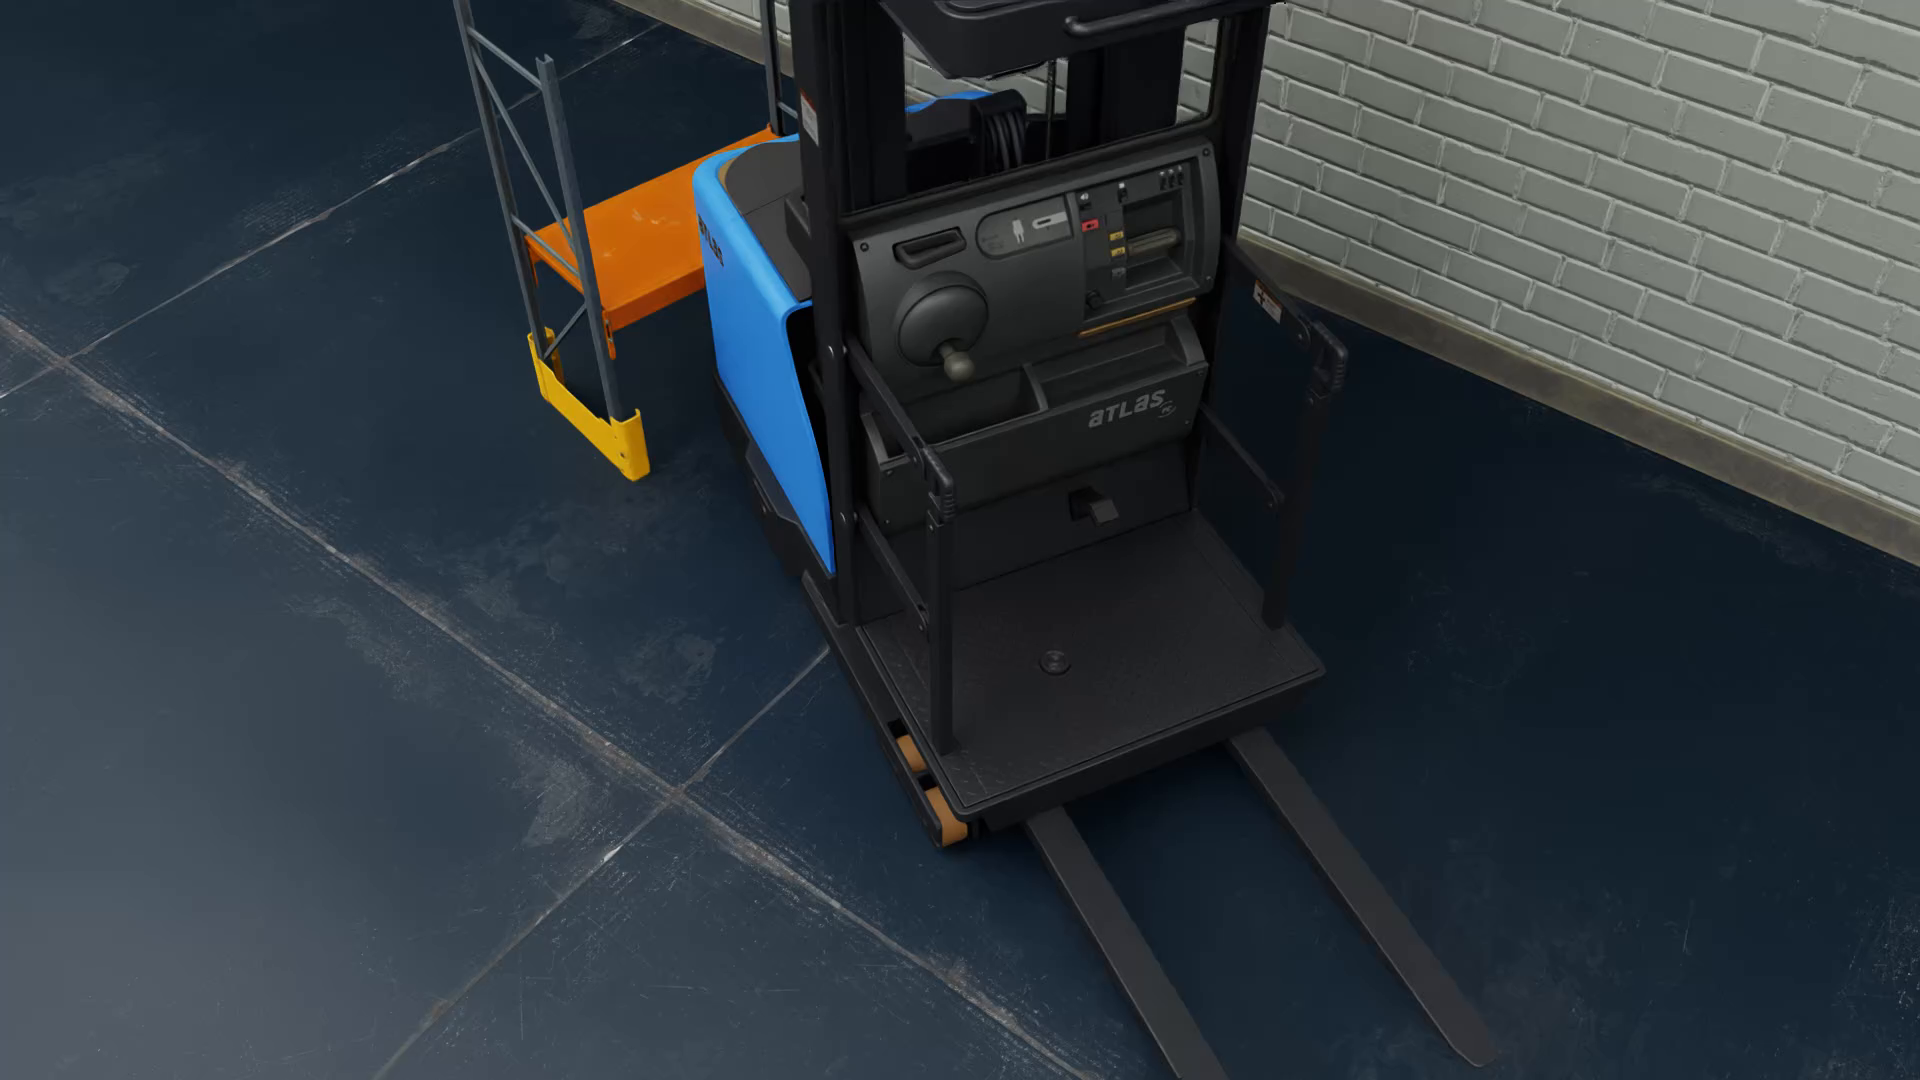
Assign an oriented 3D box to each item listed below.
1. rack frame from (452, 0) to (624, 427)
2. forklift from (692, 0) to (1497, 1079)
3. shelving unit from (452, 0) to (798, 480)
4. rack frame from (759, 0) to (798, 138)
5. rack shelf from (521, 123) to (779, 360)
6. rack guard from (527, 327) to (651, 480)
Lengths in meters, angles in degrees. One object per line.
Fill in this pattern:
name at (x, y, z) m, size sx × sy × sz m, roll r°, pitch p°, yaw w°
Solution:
rack frame at (-1.246, -0.878, 5.051) m, size 0.032 × 1.500 × 0.500 m, roll -32°, pitch 54°, yaw -27°
forklift at (0.288, -0.560, 3.758) m, size 1.130 × 2.935 × 3.031 m, roll -19°, pitch 49°, yaw -17°
shelving unit at (-0.854, -1.122, 5.285) m, size 1.083 × 1.500 × 0.587 m, roll -32°, pitch 54°, yaw -27°
rack frame at (-0.475, -1.357, 5.509) m, size 0.032 × 1.500 × 0.500 m, roll -32°, pitch 54°, yaw -27°
rack shelf at (-0.861, -0.993, 5.410) m, size 1.000 × 0.185 × 0.538 m, roll -32°, pitch 54°, yaw -27°
rack guard at (-1.231, -0.455, 5.512) m, size 0.087 × 0.250 × 0.587 m, roll -32°, pitch 54°, yaw -27°
